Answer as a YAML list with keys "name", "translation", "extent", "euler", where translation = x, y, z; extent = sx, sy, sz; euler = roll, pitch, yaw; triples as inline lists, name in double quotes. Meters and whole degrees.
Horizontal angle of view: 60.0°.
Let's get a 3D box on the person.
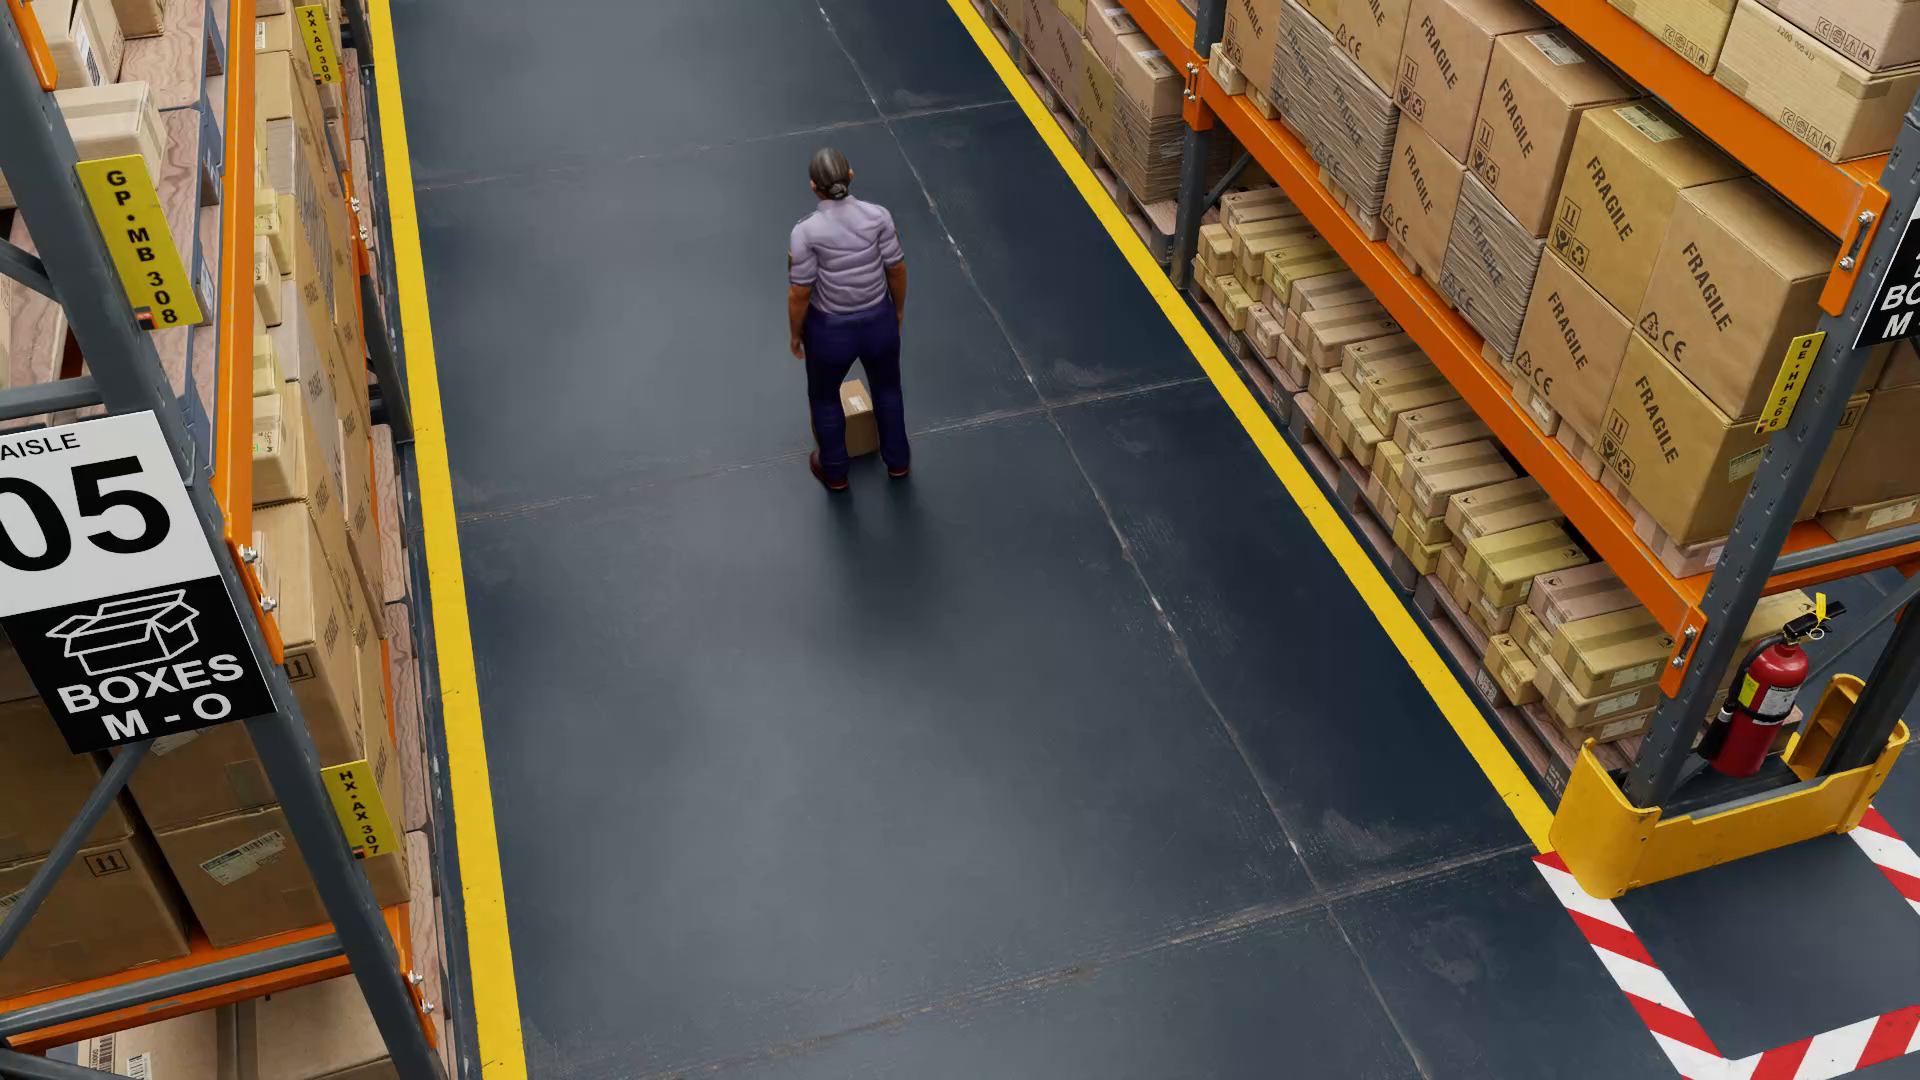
- name: "person"
  translation: [-0.469, -0.923, 7.175]
  extent: [0.558, 1.650, 0.377]
  euler: [-14, 44, -15]
